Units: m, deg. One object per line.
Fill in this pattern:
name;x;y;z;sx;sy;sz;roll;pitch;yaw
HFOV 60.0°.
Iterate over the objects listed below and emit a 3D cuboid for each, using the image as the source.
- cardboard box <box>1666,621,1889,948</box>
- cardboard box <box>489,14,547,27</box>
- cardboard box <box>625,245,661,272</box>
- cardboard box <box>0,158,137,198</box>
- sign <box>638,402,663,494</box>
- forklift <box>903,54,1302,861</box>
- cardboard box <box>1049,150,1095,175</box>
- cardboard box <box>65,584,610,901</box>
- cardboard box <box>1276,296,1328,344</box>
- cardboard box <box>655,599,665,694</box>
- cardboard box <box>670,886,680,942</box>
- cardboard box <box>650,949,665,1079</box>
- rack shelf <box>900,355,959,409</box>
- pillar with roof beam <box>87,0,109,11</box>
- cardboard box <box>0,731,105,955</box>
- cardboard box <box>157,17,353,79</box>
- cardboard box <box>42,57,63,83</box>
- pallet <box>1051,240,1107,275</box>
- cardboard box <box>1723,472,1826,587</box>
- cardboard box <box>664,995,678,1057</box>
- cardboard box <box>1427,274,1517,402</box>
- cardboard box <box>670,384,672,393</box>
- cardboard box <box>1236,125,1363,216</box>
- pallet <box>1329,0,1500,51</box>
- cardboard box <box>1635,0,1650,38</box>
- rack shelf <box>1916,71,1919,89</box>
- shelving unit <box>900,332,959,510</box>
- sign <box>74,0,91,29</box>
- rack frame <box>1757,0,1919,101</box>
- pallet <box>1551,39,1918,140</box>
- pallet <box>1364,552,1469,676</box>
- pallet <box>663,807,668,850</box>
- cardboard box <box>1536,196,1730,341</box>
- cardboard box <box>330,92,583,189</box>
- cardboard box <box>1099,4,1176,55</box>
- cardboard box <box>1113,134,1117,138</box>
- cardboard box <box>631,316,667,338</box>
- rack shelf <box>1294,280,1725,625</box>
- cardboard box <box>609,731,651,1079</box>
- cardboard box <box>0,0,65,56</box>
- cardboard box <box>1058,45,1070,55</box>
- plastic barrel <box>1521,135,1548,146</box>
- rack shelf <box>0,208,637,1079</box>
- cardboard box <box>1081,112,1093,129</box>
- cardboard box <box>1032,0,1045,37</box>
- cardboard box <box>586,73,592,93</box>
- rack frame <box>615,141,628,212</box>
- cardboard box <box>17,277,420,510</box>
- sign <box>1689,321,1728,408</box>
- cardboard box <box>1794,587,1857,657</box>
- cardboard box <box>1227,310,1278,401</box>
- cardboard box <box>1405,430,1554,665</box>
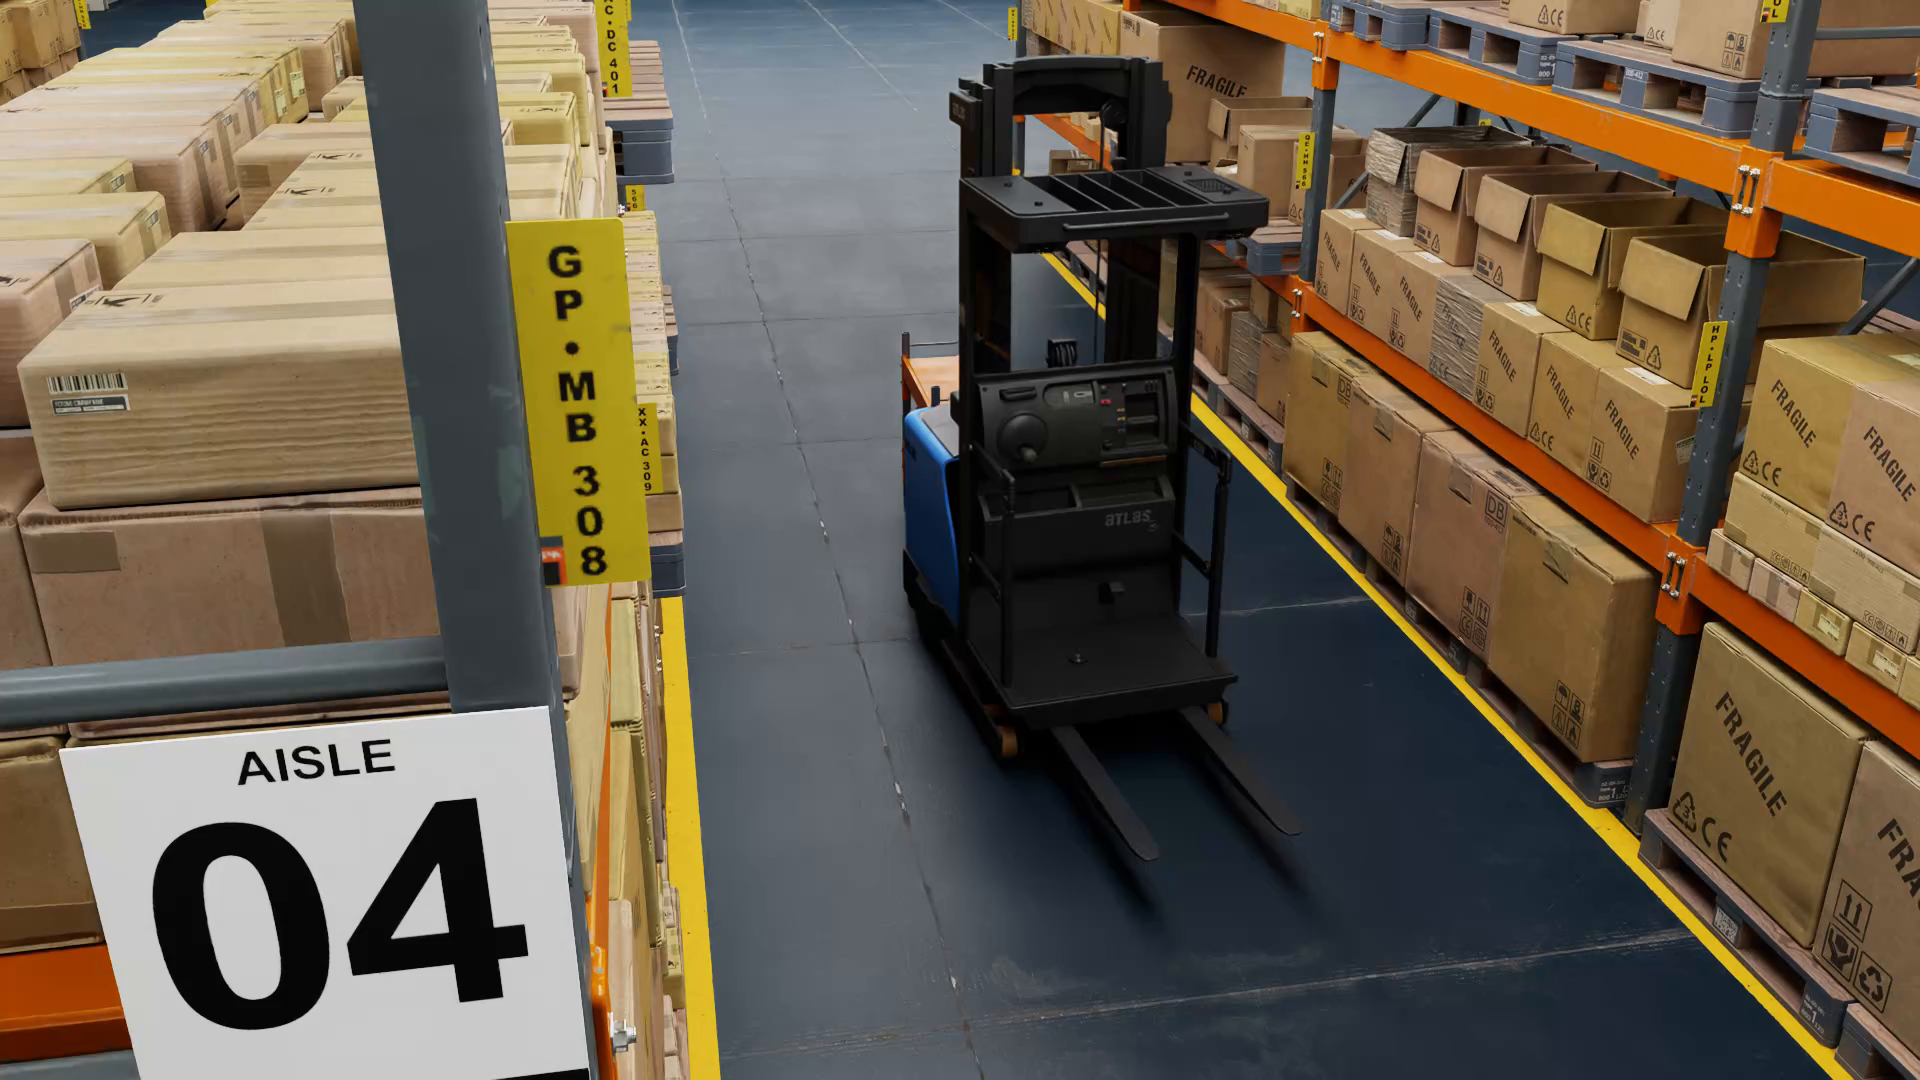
cardboard box;3.338;0.851;6.184;0.875;0.875;0.875;-4;24;-10
cardboard box;-1.194;-1.175;4.010;0.380;0.149;0.250;-3;24;-8
cardboard box;-1.651;-1.326;8.085;0.380;0.149;0.250;-4;24;-8
cardboard box;-1.361;-0.423;2.288;0.380;0.149;0.250;-4;24;-9
sign;-1.066;-0.309;5.627;0.100;0.325;0.005;-4;24;-10
forklift;0.601;-0.529;7.299;1.130;2.935;3.031;-7;24;-15
cardboard box;1.175;-3.716;17.109;0.500;0.500;0.500;0;24;0
cardboard box;-0.690;0.203;1.976;0.500;0.250;0.500;-3;24;-8
cardboard box;2.402;-1.430;10.914;0.500;0.250;0.500;-3;24;-8
cardboard box;-1.574;0.566;7.304;0.500;0.500;0.500;-3;24;-7
cardboard box;-1.191;1.374;5.892;0.380;0.149;0.250;-4;24;-9
cardboard box;-0.872;0.923;3.392;0.500;0.500;0.500;-4;24;-9
rack shelf;0.001;-0.781;9.402;0.538;0.278;1.000;-4;24;-10
pillar with roof beam;-14.505;-15.981;35.098;9.100;9.000;0.400;-4;24;-10
cardboard box;-1.203;0.240;1.893;0.500;0.250;0.500;-5;24;-11
cardboard box;-1.659;-1.144;3.939;0.380;0.149;0.250;-5;24;-11
cardboard box;-8.204;-3.974;14.605;0.500;0.500;0.500;-4;24;-10
pallet;1.428;-2.807;15.914;1.003;0.211;1.213;-4;24;-10
cardboard box;3.125;-0.059;5.954;0.500;0.250;0.500;-5;24;-11
cardboard box;-1.025;1.496;4.871;0.380;0.149;0.250;-5;24;-12
cardboard box;2.664;-1.003;8.174;0.500;0.500;0.500;-4;24;-10
cardboard box;-1.366;-0.577;6.740;0.380;0.149;0.250;-5;24;-12
cardboard box;2.215;-2.429;10.915;0.700;0.500;0.500;-1;24;-2
pallet;2.727;-2.808;8.920;1.213;0.211;1.003;-3;24;-7
cardboard box;3.167;-2.245;7.183;0.380;0.149;0.250;-5;24;-12
rack shelf;11.182;-4.531;17.276;1.077;0.370;4.000;-4;24;-10
shelving unit;0.001;-0.513;9.519;0.538;1.125;1.048;-4;24;-10
sign;-8.114;-4.891;15.360;0.100;0.325;0.005;-4;24;-10
rack frame;3.295;-2.945;5.250;1.000;3.000;0.127;-4;24;-10
pallet;3.077;-1.840;6.706;0.805;0.209;1.217;-5;24;-12
pallet;2.849;0.303;8.792;1.003;0.211;1.213;-4;24;-10
pallet;-1.743;1.103;6.960;1.003;0.211;1.213;-4;24;-10
cardboard box;3.053;-1.223;7.424;0.797;0.503;0.637;-4;24;-9
cardboard box;-0.854;-0.671;2.855;0.380;0.149;0.250;-4;24;-8
cardboard box;1.462;-4.140;13.735;0.500;0.500;0.500;-4;24;-10
cardboard box;1.487;-3.290;13.850;0.380;0.149;0.250;-4;24;-10
cardboard box;-1.413;-0.817;6.918;0.380;0.149;0.250;-5;24;-10
rack shelf;2.925;-0.653;8.396;1.077;0.370;4.000;-4;24;-10
cardboard box;-0.780;0.670;2.722;0.500;0.500;0.500;-4;24;-8
cardboard box;-8.268;-4.438;14.419;0.700;0.500;0.500;-4;24;-9
cardboard box;1.411;-4.492;15.791;0.875;0.500;0.500;-4;24;-10
plastic barrel;6.140;-4.082;17.932;0.421;0.512;0.421;0;24;0
rack shelf;-1.228;-0.127;3.444;1.077;0.370;4.000;-4;24;-10
cardboard box;1.305;-3.786;14.984;0.380;0.149;0.250;-4;24;-10
cardboard box;0.996;-5.123;15.985;0.500;0.500;0.500;-4;24;-10
cardboard box;-1.178;-1.035;4.188;0.500;0.250;0.500;-5;24;-12
rack frame;-2.338;-1.442;9.304;1.000;3.000;0.127;-4;24;-10
cardboard box;-0.694;-0.157;1.679;0.380;0.149;0.250;-5;24;-10
sign;2.764;-0.646;6.134;0.100;0.325;0.005;-4;24;-10
cardboard box;3.121;0.267;5.705;0.380;0.149;0.250;-4;24;-8
cardboard box;2.297;-1.305;11.563;0.700;0.500;0.500;-6;24;-14
cardboard box;2.991;-0.016;8.170;1.225;0.875;0.875;-5;24;-12
